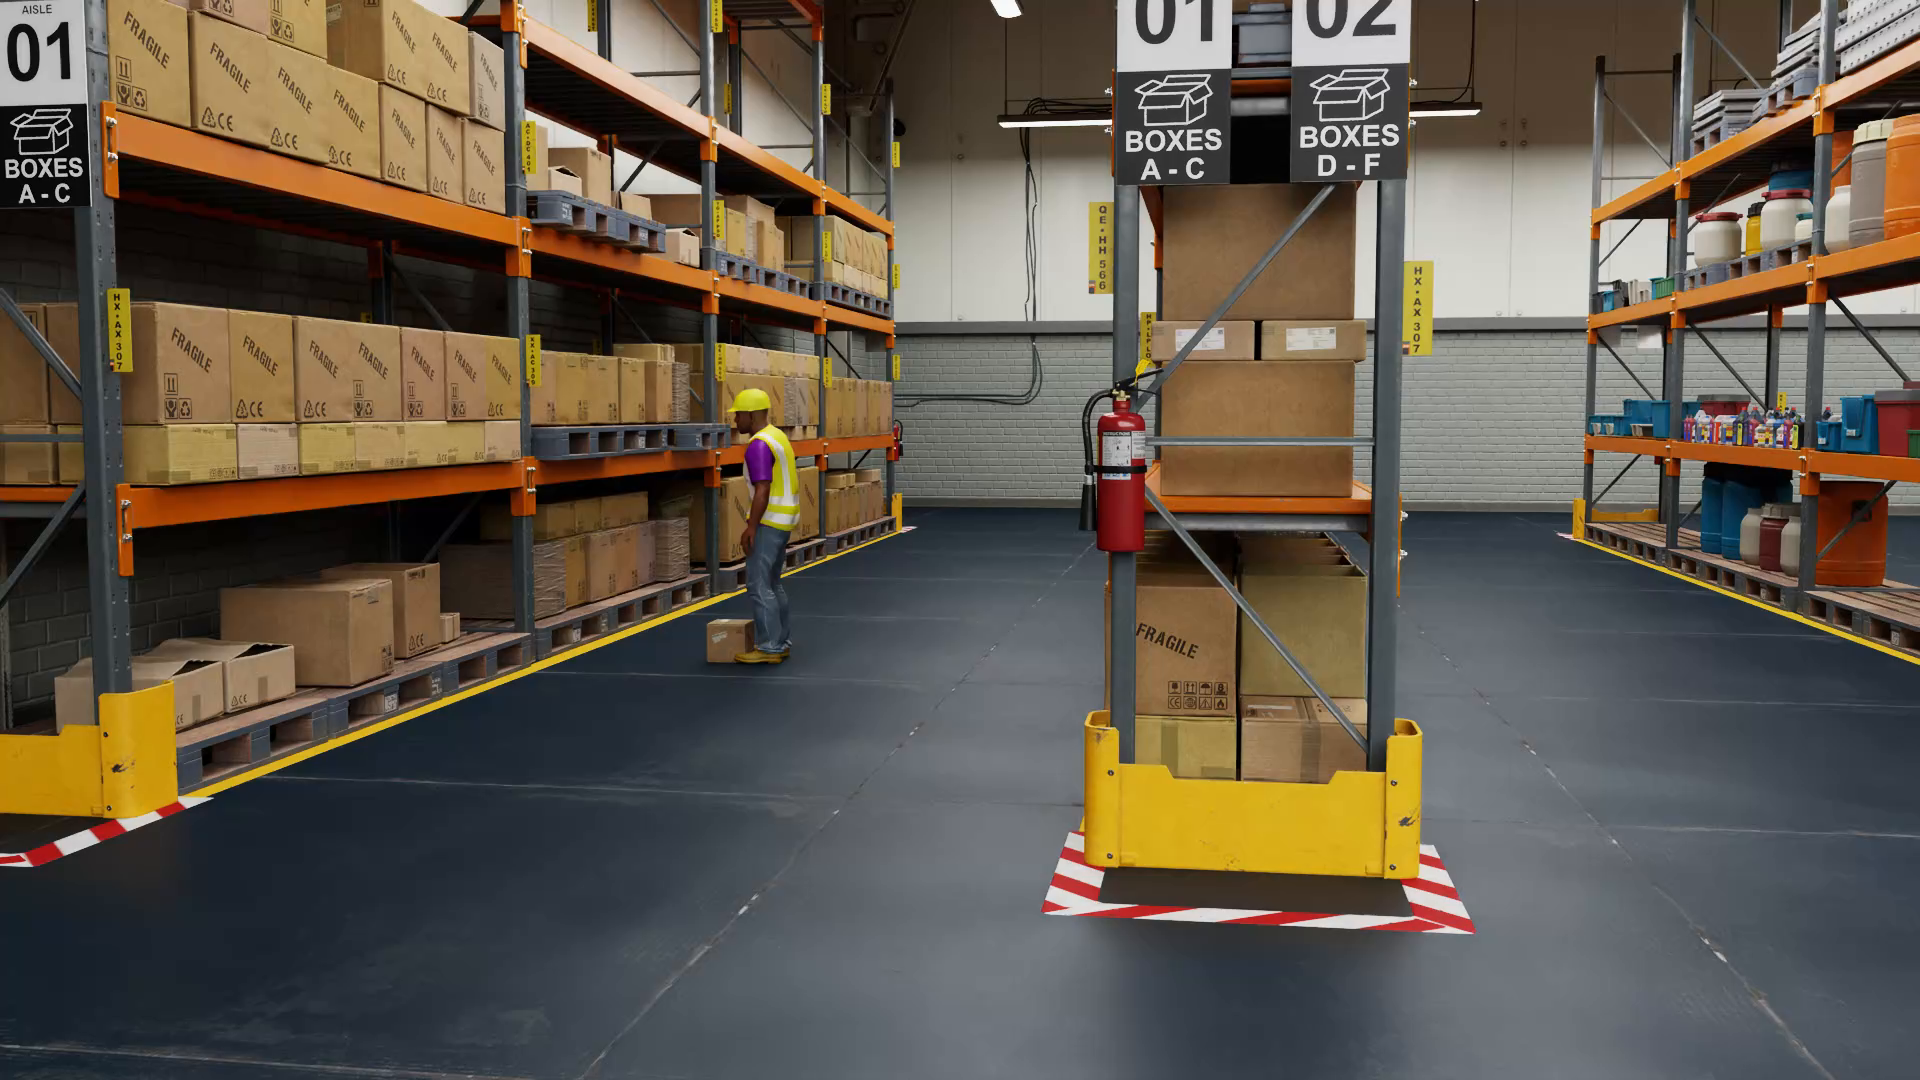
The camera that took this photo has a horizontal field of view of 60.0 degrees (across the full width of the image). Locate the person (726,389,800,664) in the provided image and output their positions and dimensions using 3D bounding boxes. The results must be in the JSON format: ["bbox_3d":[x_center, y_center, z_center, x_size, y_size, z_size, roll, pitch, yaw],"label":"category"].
[{"bbox_3d":[-1.270,-0.093,10.729,0.456,1.761,0.637,0,4,6],"label":"person"}]
